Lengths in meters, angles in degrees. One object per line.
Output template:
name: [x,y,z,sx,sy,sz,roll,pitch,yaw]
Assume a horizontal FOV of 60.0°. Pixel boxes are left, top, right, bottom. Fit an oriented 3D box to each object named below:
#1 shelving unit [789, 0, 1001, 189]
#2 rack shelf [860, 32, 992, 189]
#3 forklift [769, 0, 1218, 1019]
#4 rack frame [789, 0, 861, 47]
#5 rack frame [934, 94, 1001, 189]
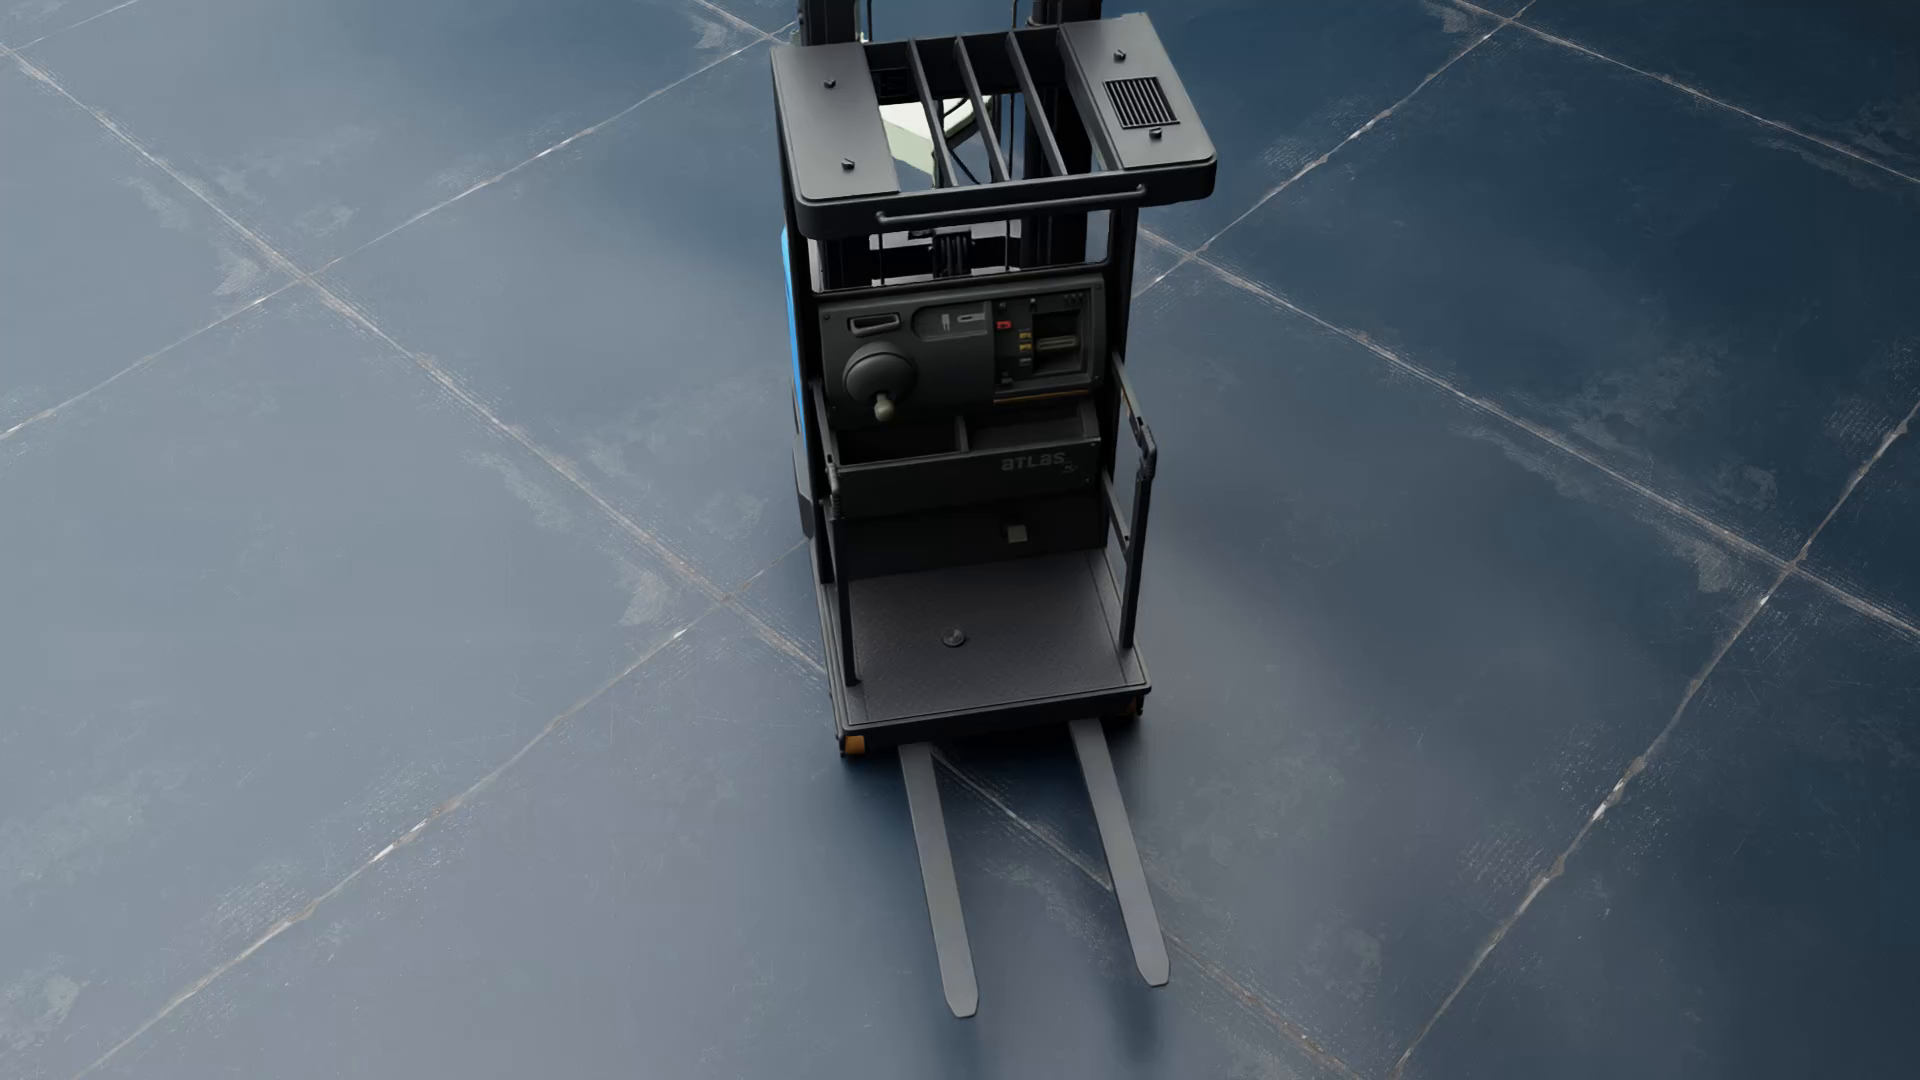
shelving unit: [-0.255,-1.439,7.072,0.755,1.500,0.431,30,54,25]
rack shelf: [-0.255,-1.706,6.788,0.720,0.370,0.431,30,54,25]
forklift: [0.055,-0.519,5.227,1.130,2.935,3.031,-7,47,-7]
rack frame: [-0.543,-1.604,7.228,0.023,1.500,0.400,30,54,25]
rack frame: [0.032,-1.274,6.917,0.023,1.500,0.400,30,54,25]
